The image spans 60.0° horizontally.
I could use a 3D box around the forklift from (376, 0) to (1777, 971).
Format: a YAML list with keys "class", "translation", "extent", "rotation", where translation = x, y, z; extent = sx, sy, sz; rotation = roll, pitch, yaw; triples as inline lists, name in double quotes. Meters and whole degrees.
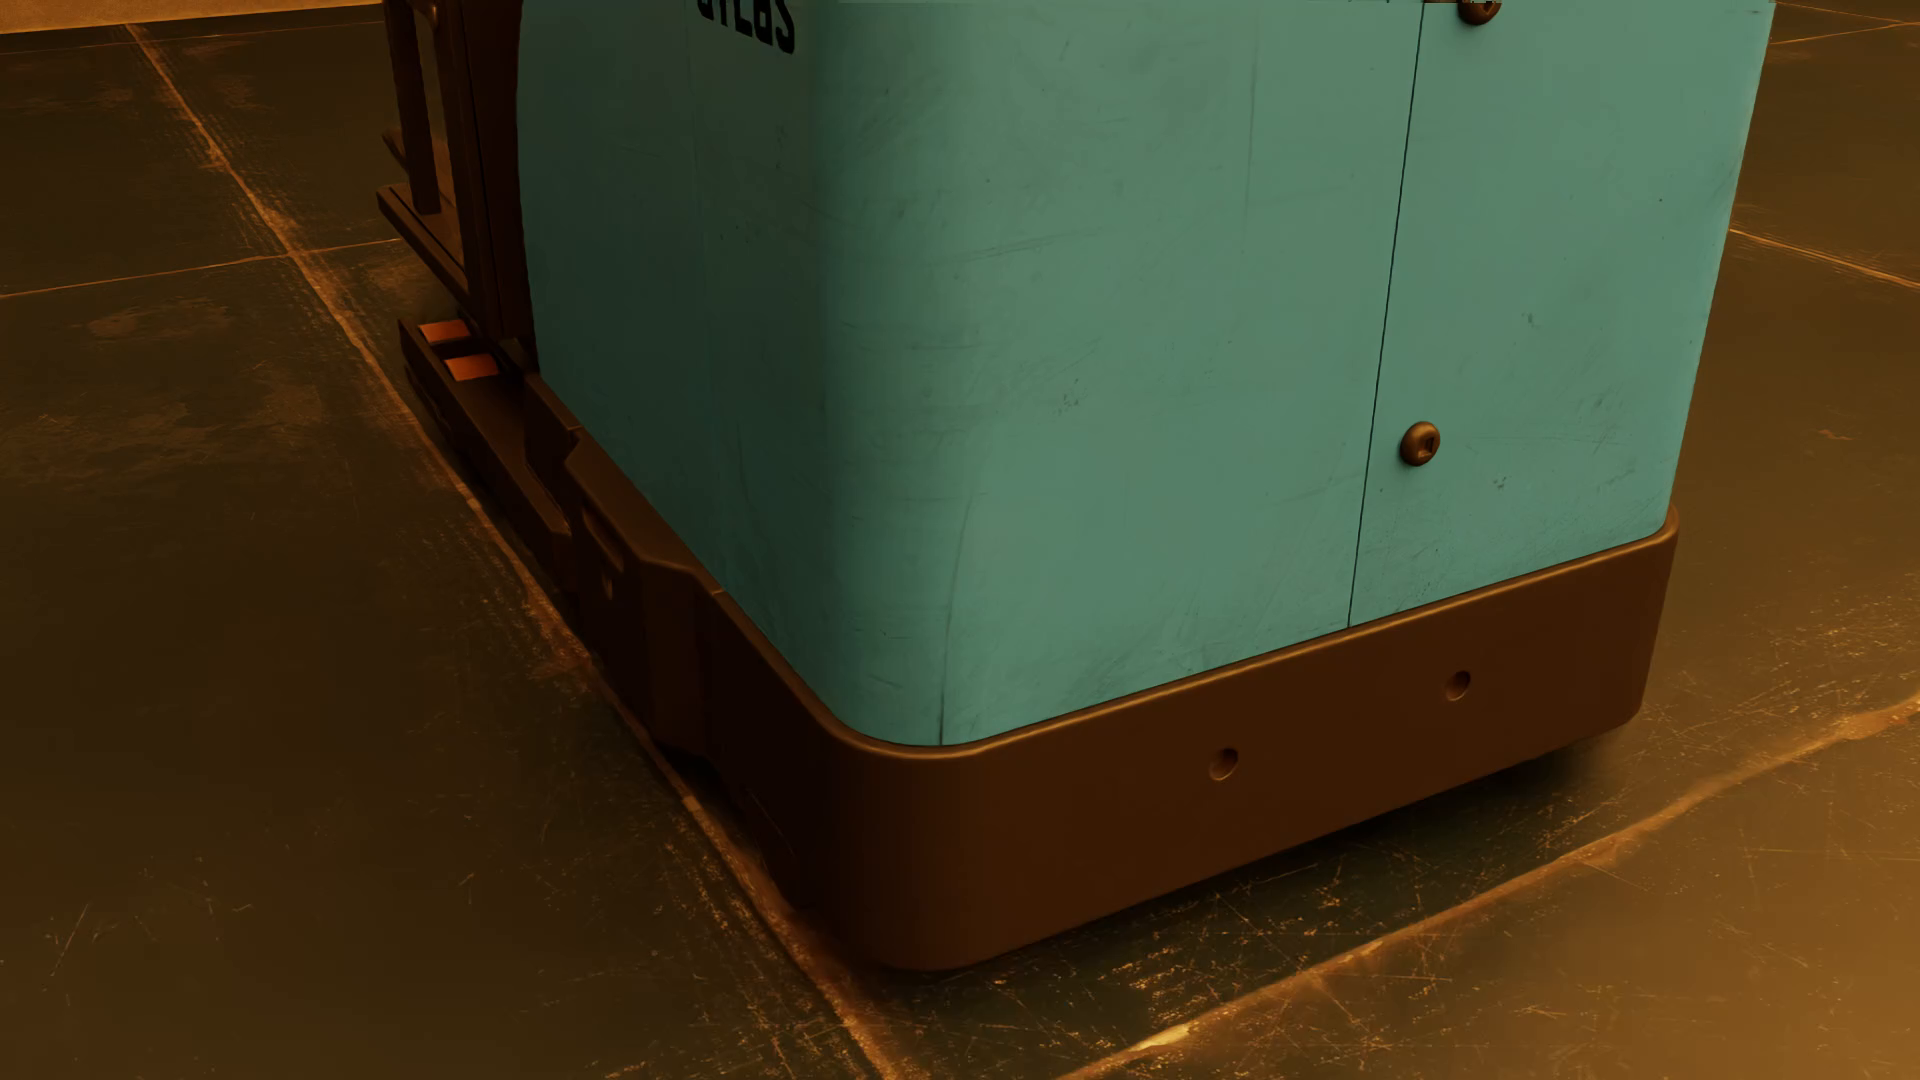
- class: "forklift"
  translation: [-0.332, -1.539, 2.294]
  extent: [1.130, 2.935, 3.031]
  rotation: [-14, 30, -25]
